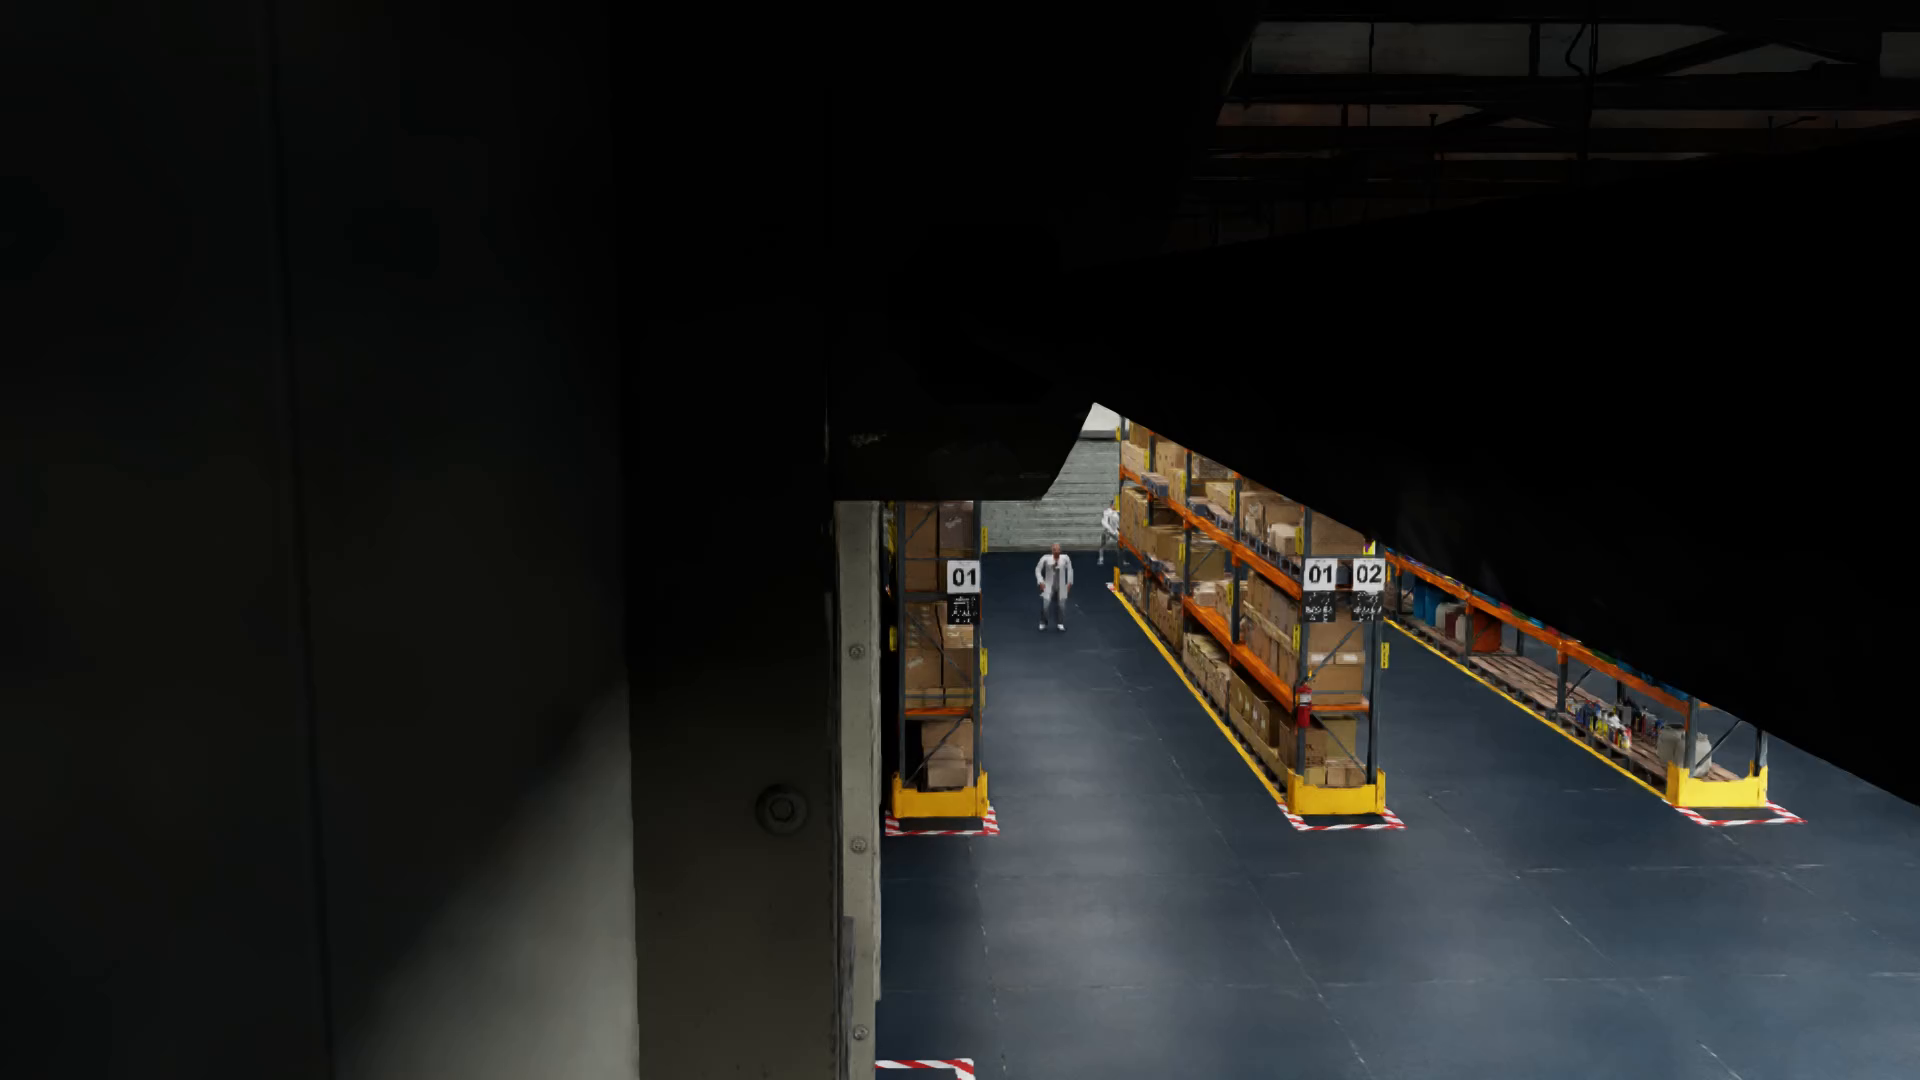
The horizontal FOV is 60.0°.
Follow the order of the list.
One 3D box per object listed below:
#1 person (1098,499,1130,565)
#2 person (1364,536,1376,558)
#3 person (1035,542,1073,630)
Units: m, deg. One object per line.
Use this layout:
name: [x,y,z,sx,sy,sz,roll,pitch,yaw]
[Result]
person: [3.638,-0.210,39.872,0.632,1.616,0.773,-3,9,-23]
person: [8.334,0.600,33.745,0.623,1.760,0.503,4,9,28]
person: [1.807,0.883,31.983,0.729,1.733,0.546,-1,8,-4]
